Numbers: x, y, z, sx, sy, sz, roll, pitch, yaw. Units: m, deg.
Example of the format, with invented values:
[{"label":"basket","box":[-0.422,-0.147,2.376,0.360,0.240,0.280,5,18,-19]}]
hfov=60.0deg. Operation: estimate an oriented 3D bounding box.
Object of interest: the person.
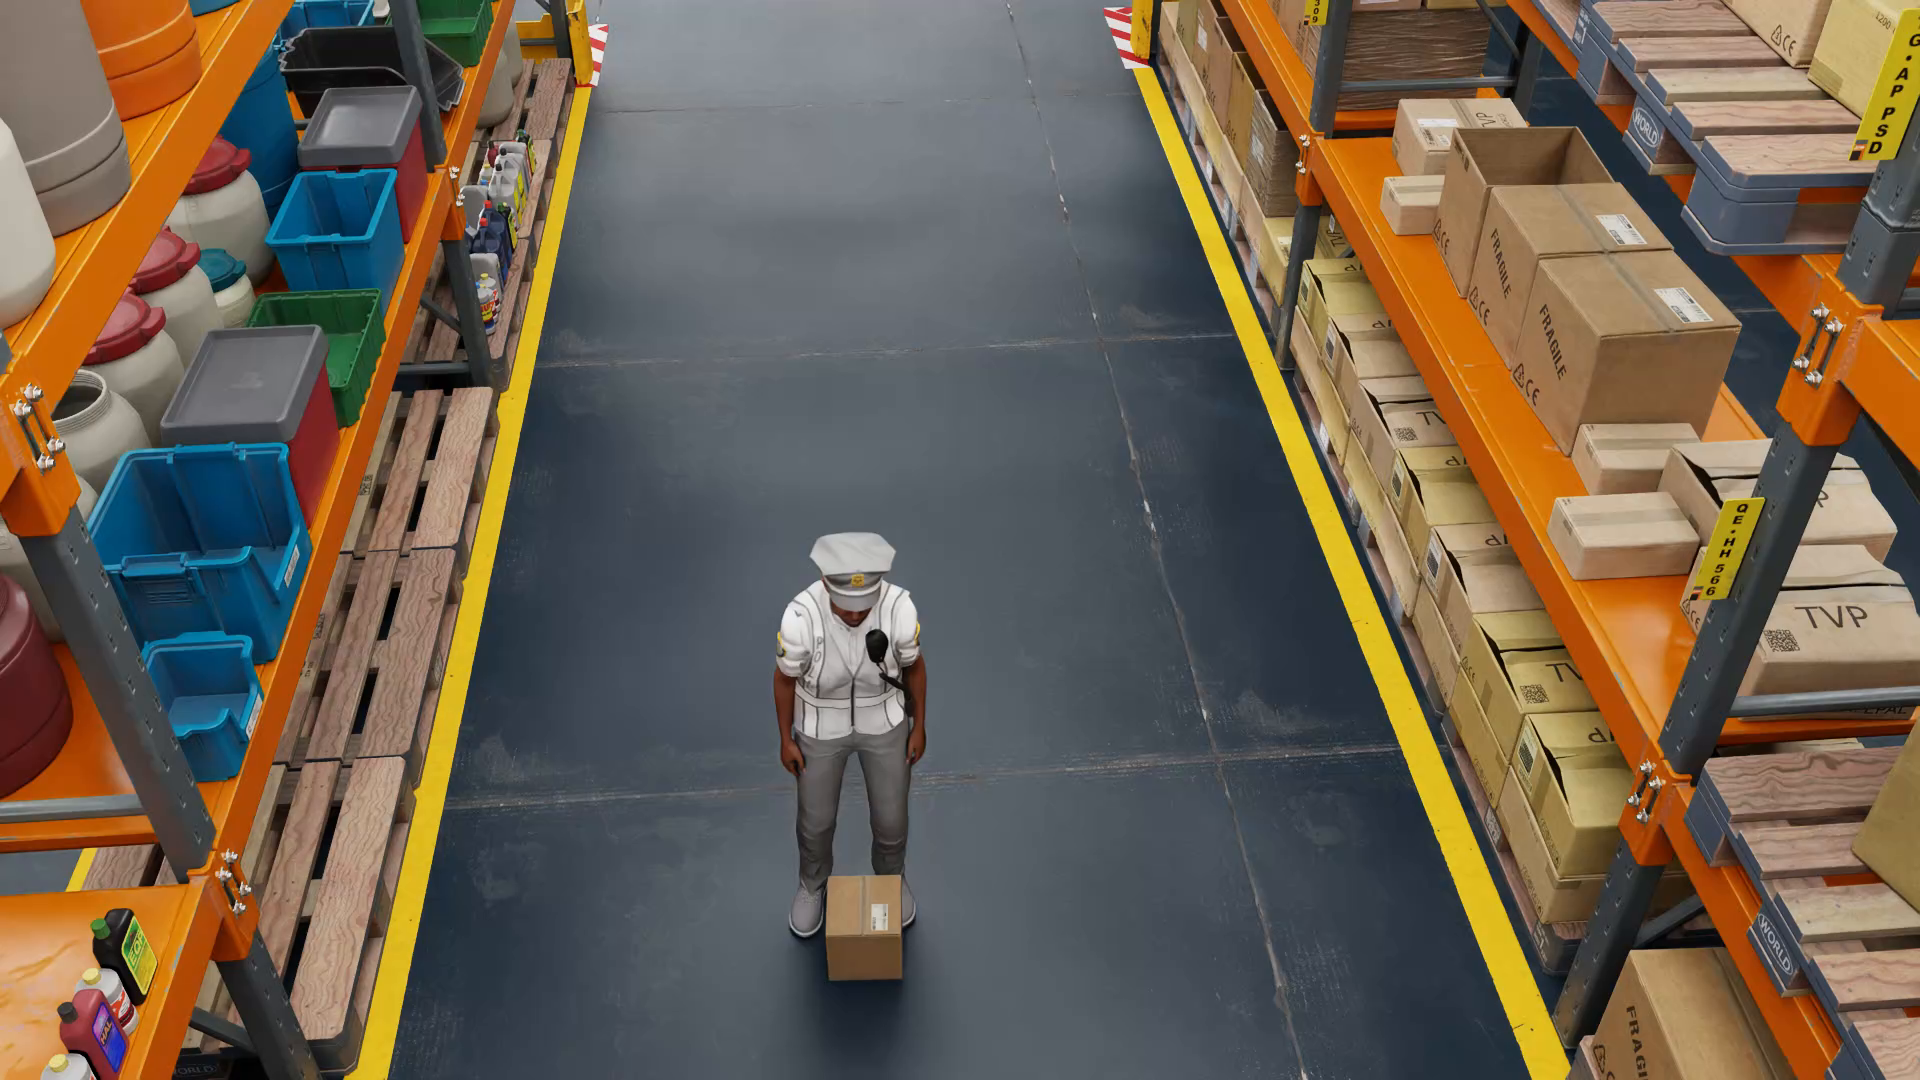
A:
[{"label":"person","box":[-0.356,0.624,5.396,0.512,1.656,0.394,-5,40,-6]}]
